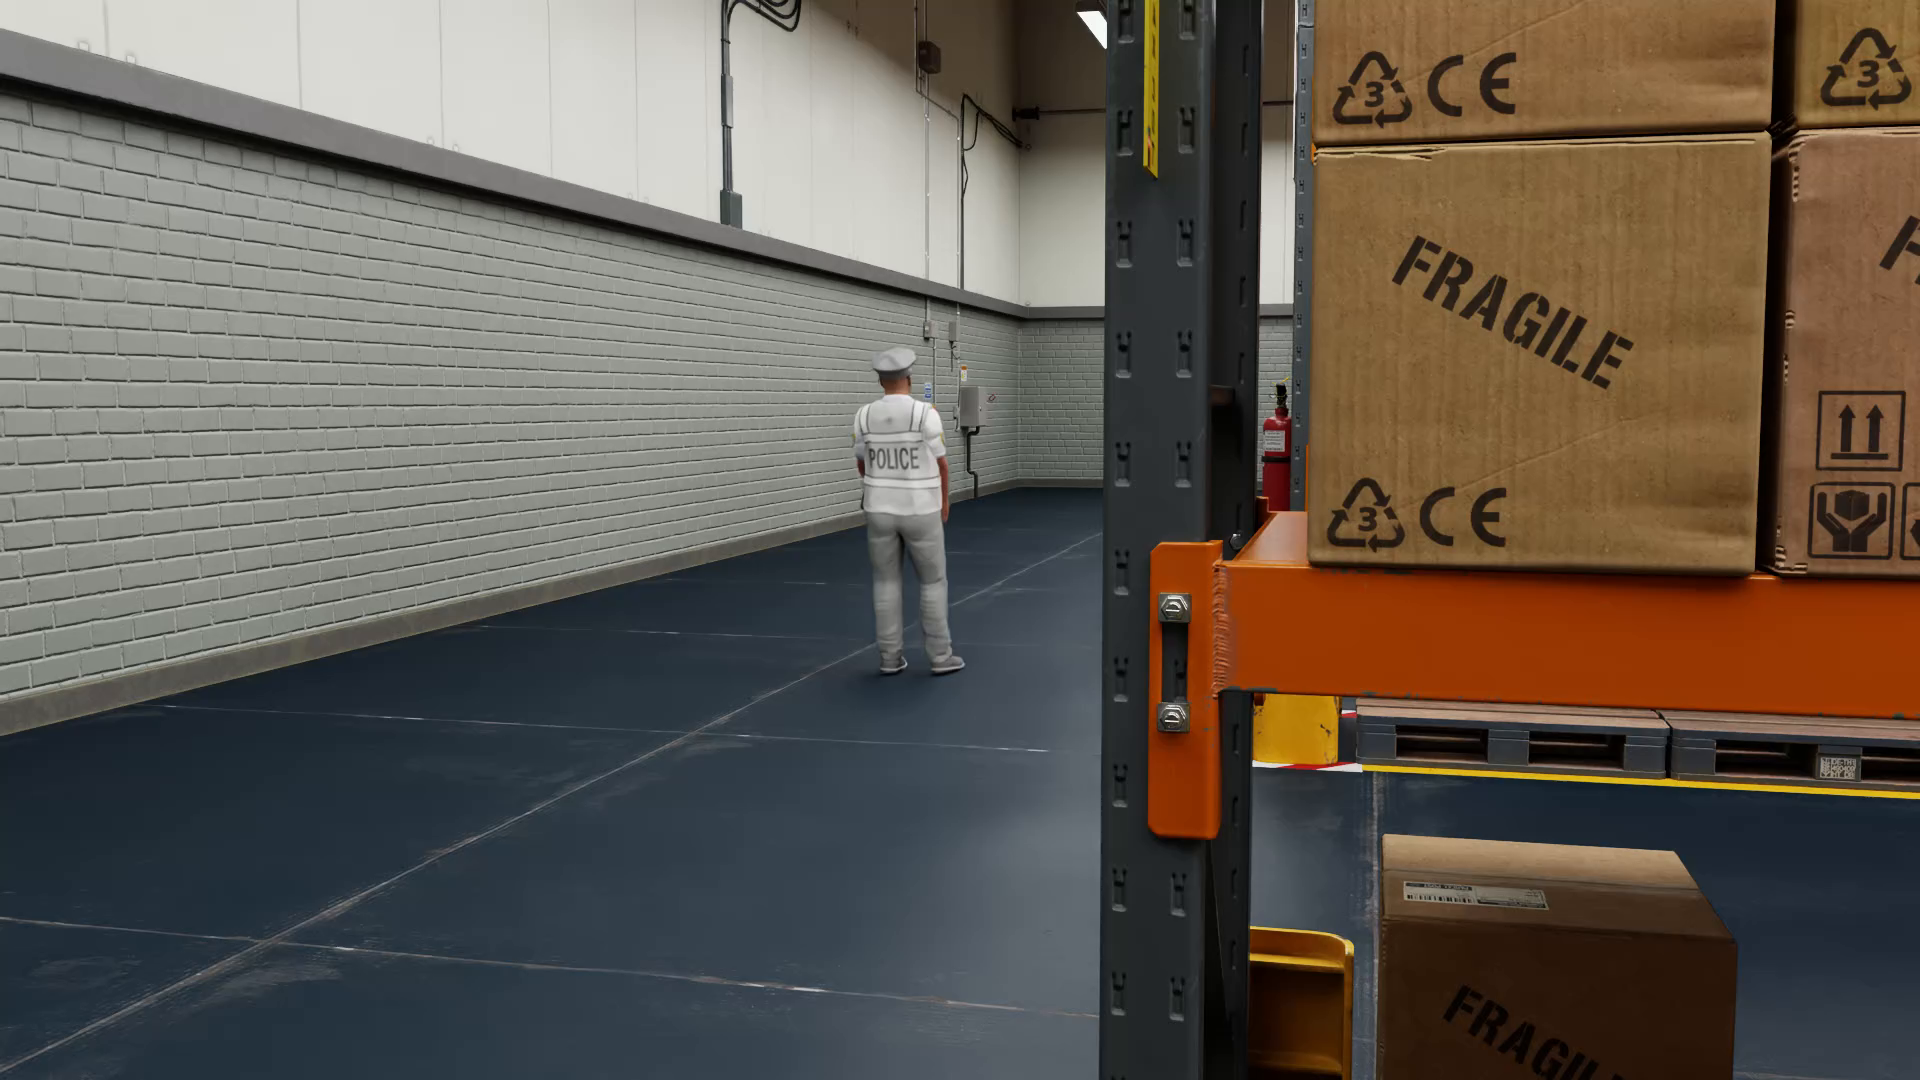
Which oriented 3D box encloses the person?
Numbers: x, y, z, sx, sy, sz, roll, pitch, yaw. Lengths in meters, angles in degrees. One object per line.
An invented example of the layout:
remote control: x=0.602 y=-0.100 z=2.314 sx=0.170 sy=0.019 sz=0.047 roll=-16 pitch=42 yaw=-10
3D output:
person: x=-0.279 y=-0.162 z=9.149 sx=0.551 sy=1.786 sz=0.513 roll=2 pitch=5 yaw=18
